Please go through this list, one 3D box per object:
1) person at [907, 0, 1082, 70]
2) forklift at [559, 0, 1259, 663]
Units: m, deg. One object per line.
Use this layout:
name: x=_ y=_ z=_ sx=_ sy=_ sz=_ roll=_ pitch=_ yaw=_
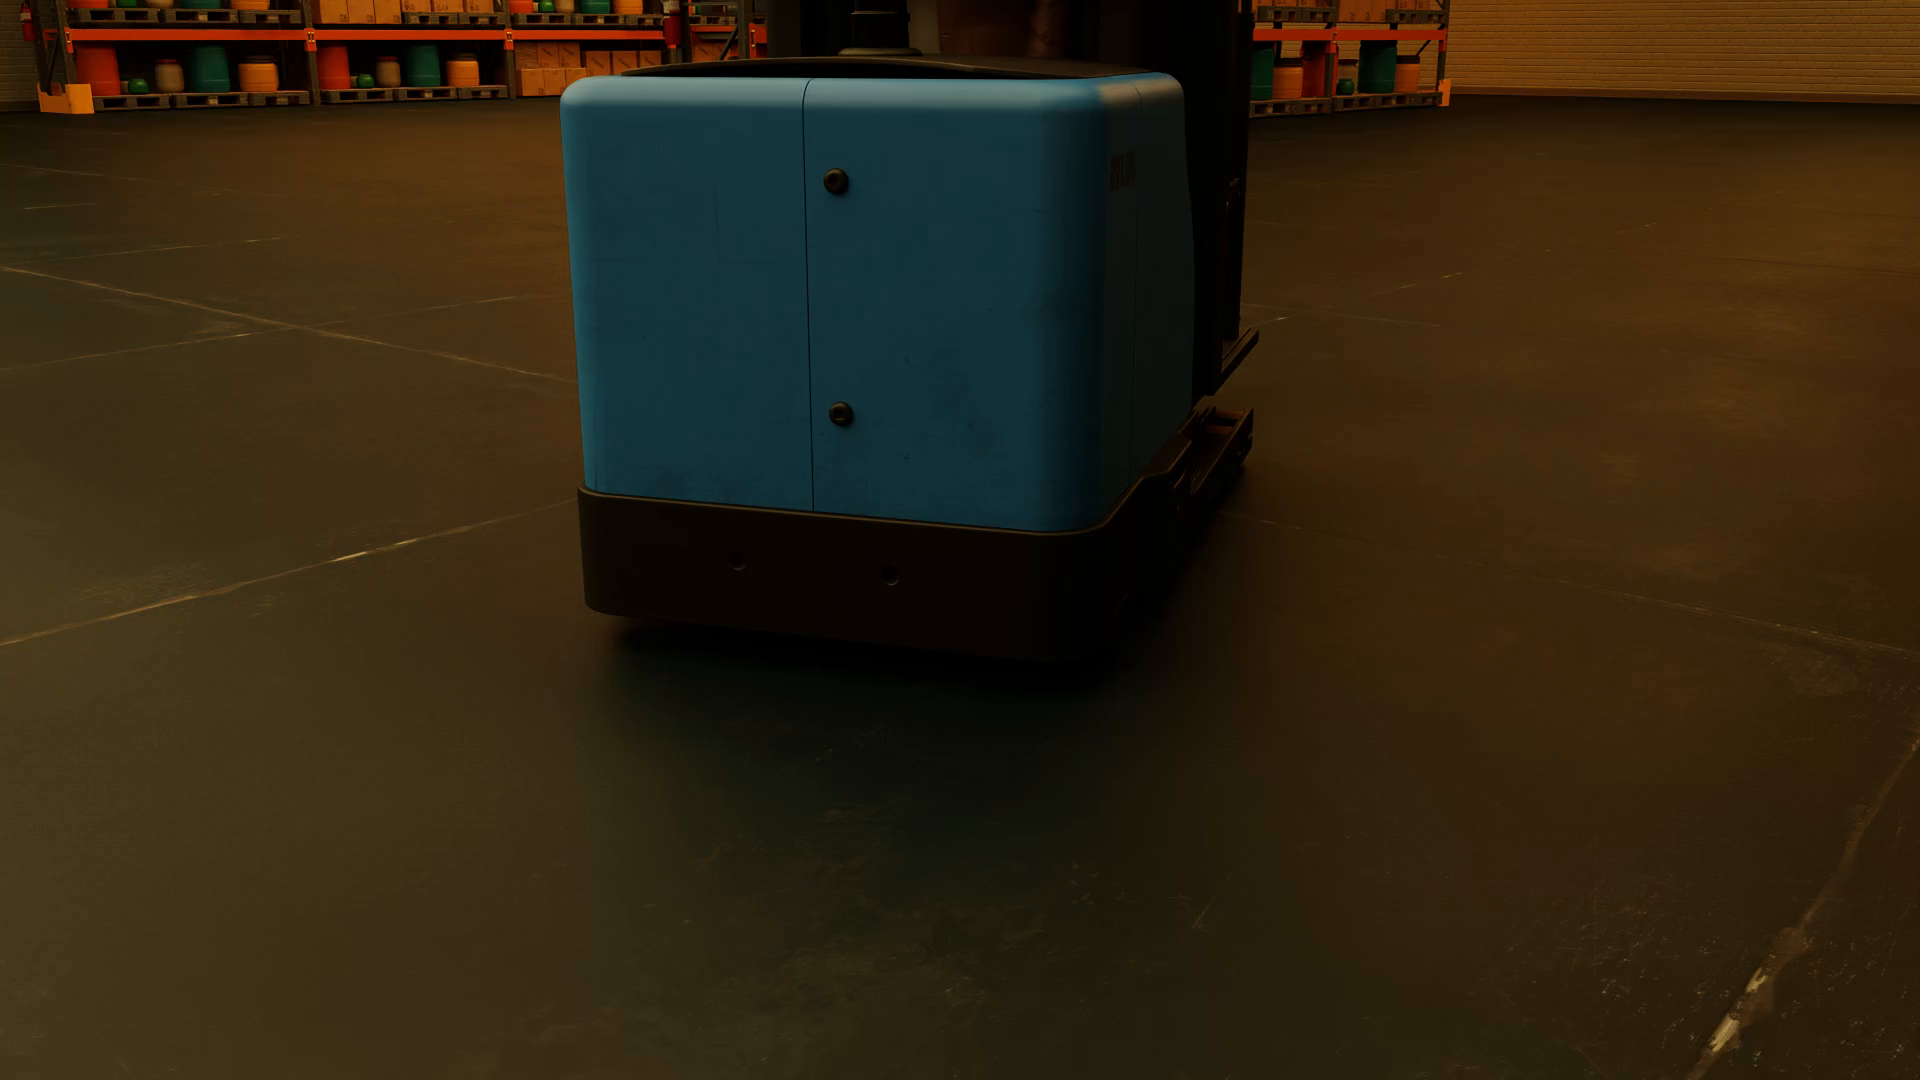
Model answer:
person: x=-0.001 y=-1.045 z=3.641 sx=0.562 sy=1.710 sz=0.331 roll=13 pitch=21 yaw=37
forklift: x=0.182 y=-1.571 z=4.072 sx=1.130 sy=2.935 sz=3.031 roll=5 pitch=18 yaw=17
